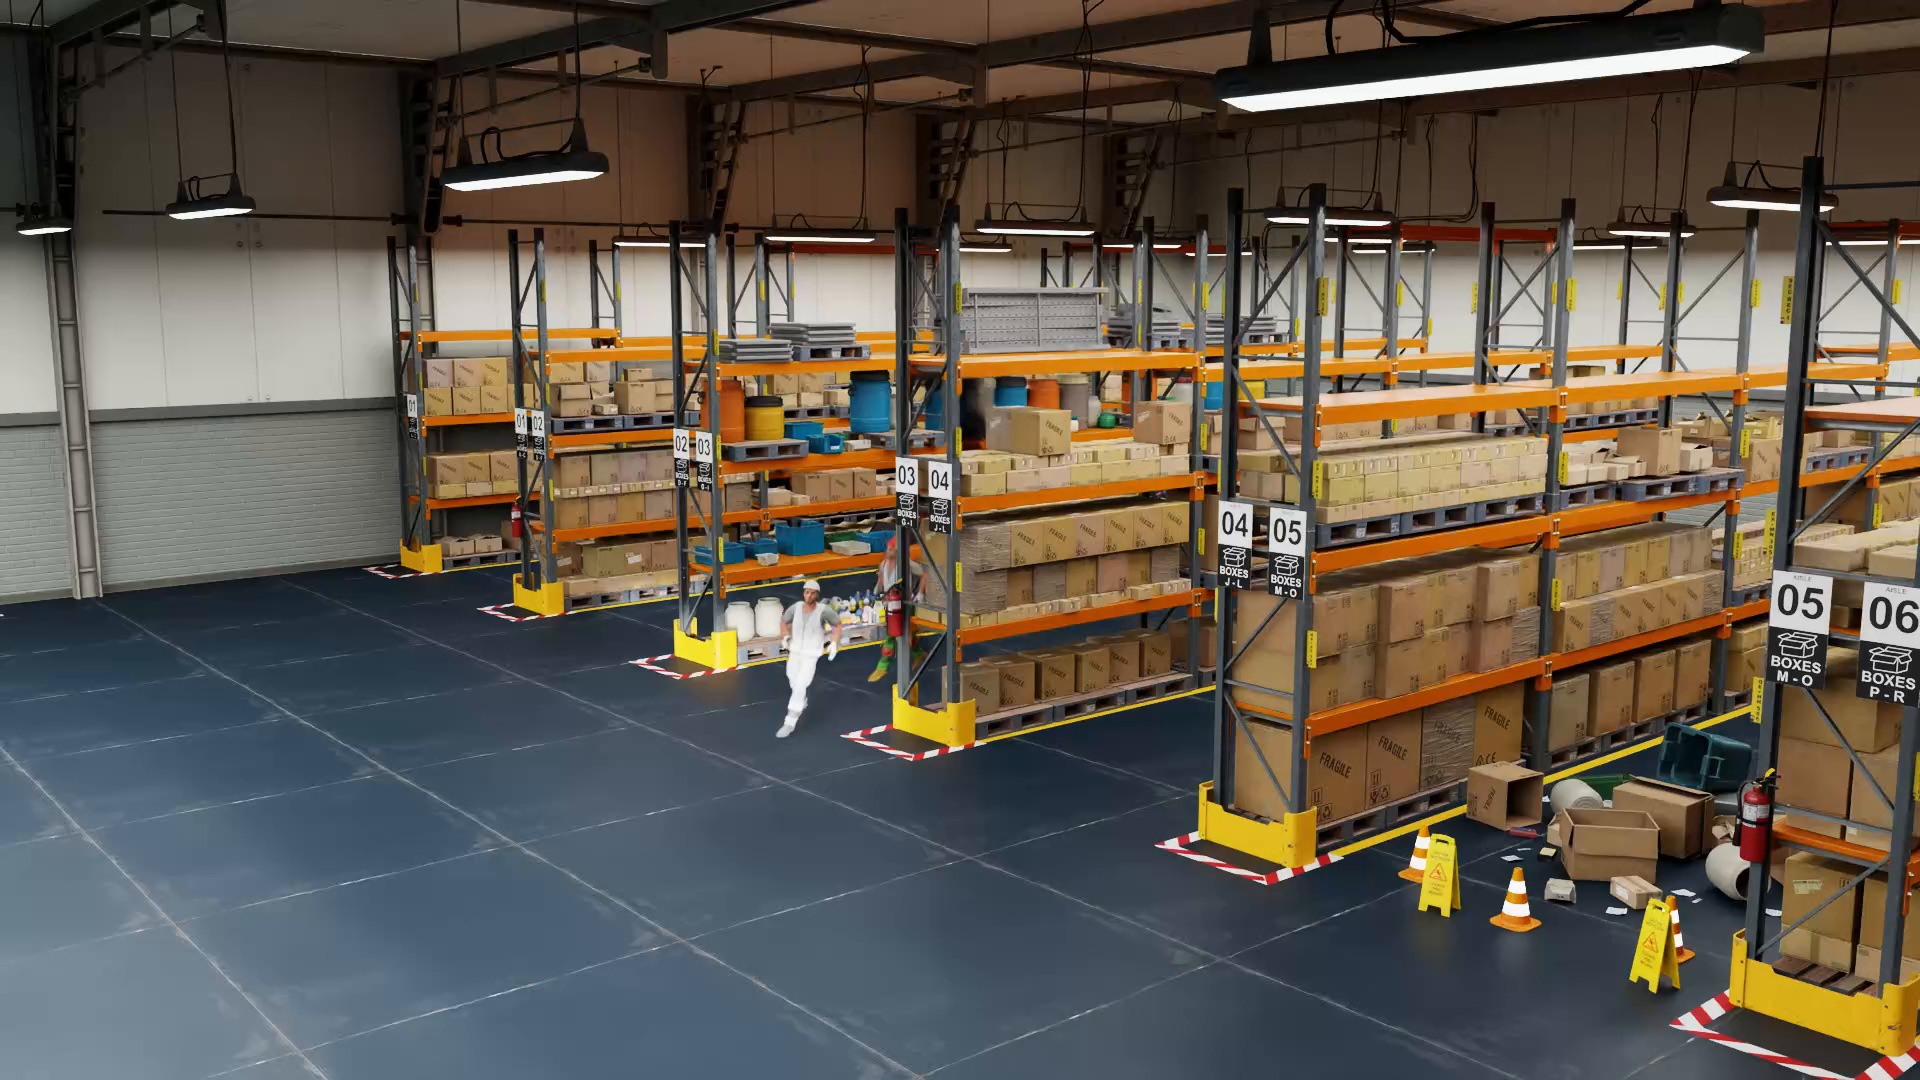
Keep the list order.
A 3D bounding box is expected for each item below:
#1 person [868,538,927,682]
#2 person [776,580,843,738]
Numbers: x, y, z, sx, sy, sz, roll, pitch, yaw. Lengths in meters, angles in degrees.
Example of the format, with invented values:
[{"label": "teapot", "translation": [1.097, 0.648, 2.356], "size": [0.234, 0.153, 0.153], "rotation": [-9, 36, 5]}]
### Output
[{"label": "person", "translation": [-0.784, 0.850, 21.172], "size": [0.687, 1.792, 1.033], "rotation": [8, 12, 40]}, {"label": "person", "translation": [-1.784, 1.333, 19.257], "size": [0.718, 1.772, 0.967], "rotation": [3, 9, 20]}]
